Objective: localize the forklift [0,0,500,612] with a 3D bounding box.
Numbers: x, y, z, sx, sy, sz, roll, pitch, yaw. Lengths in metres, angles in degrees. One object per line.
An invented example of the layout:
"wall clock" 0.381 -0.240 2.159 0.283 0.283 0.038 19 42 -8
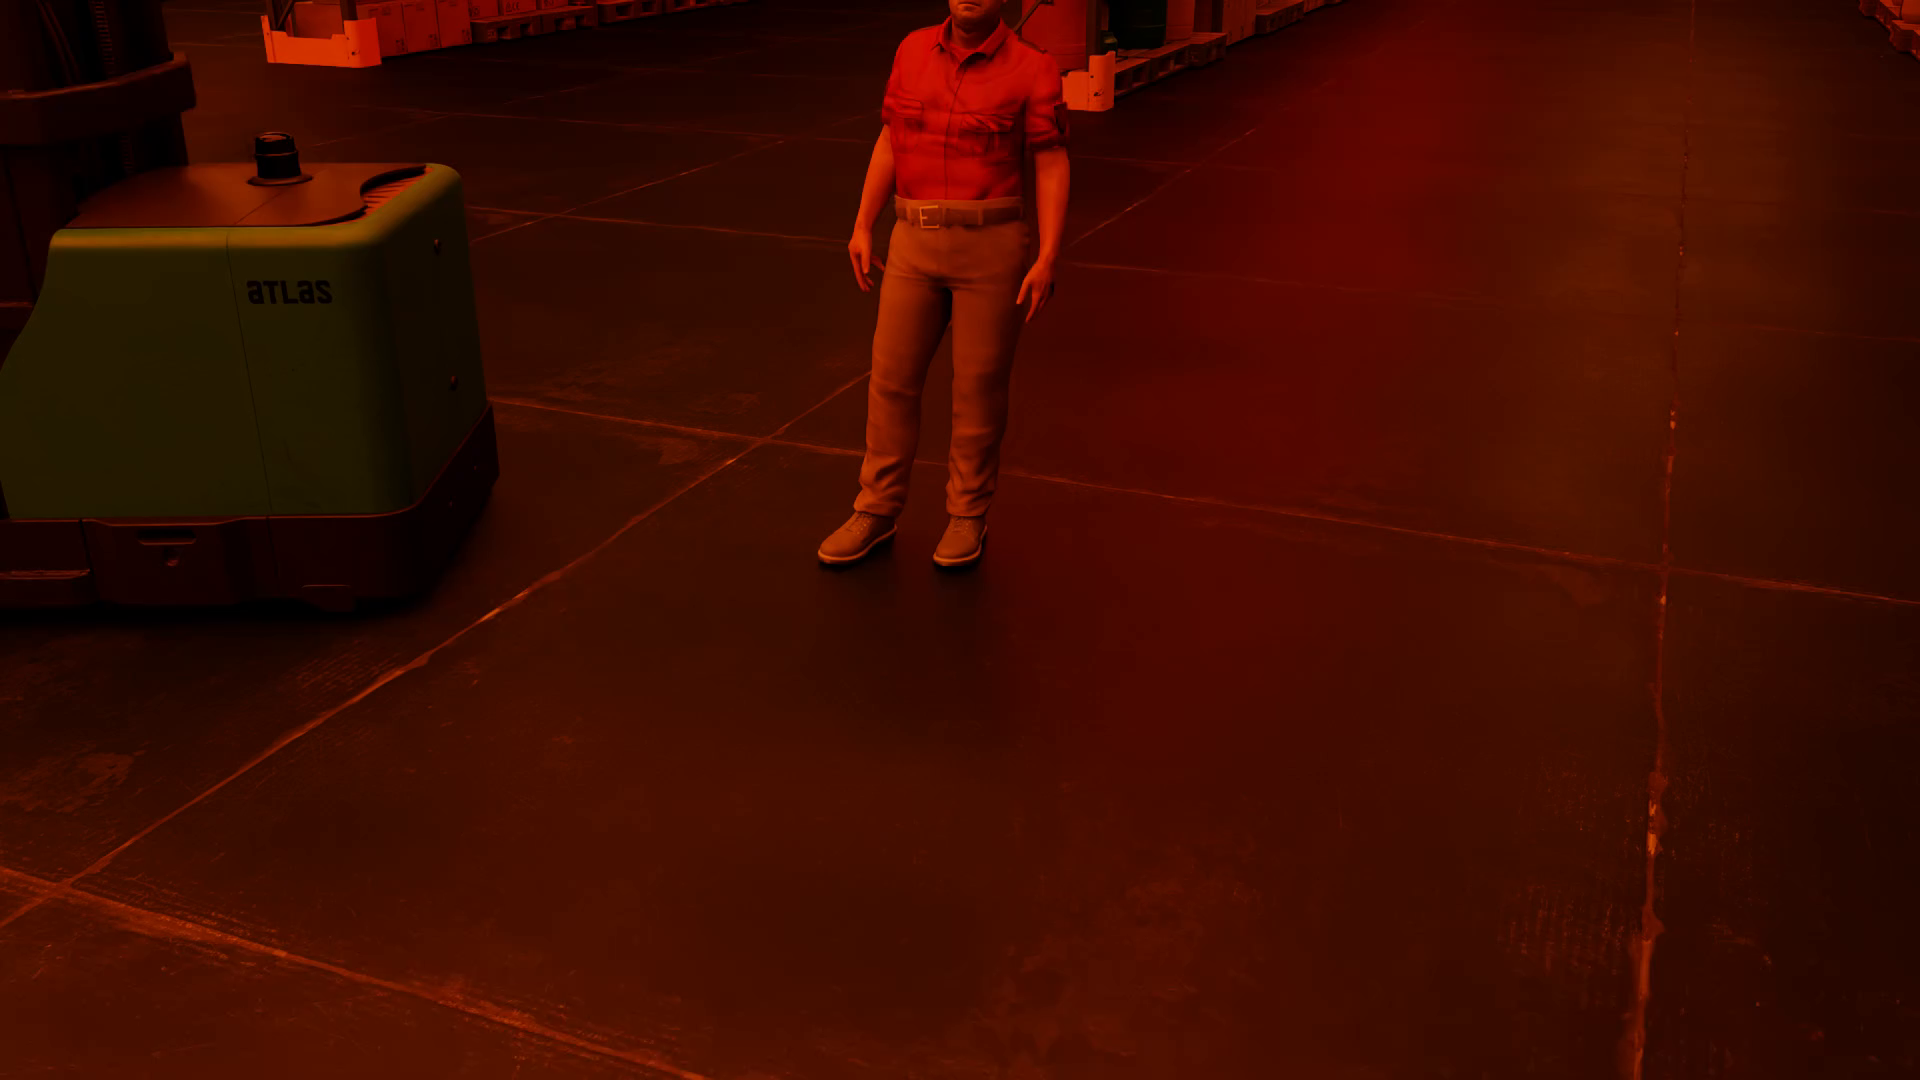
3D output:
"forklift" -2.998 -1.313 4.433 3.031 2.935 1.130 -1 23 -2

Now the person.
"person" -0.045 -0.775 4.684 0.641 1.728 0.550 9 24 21
